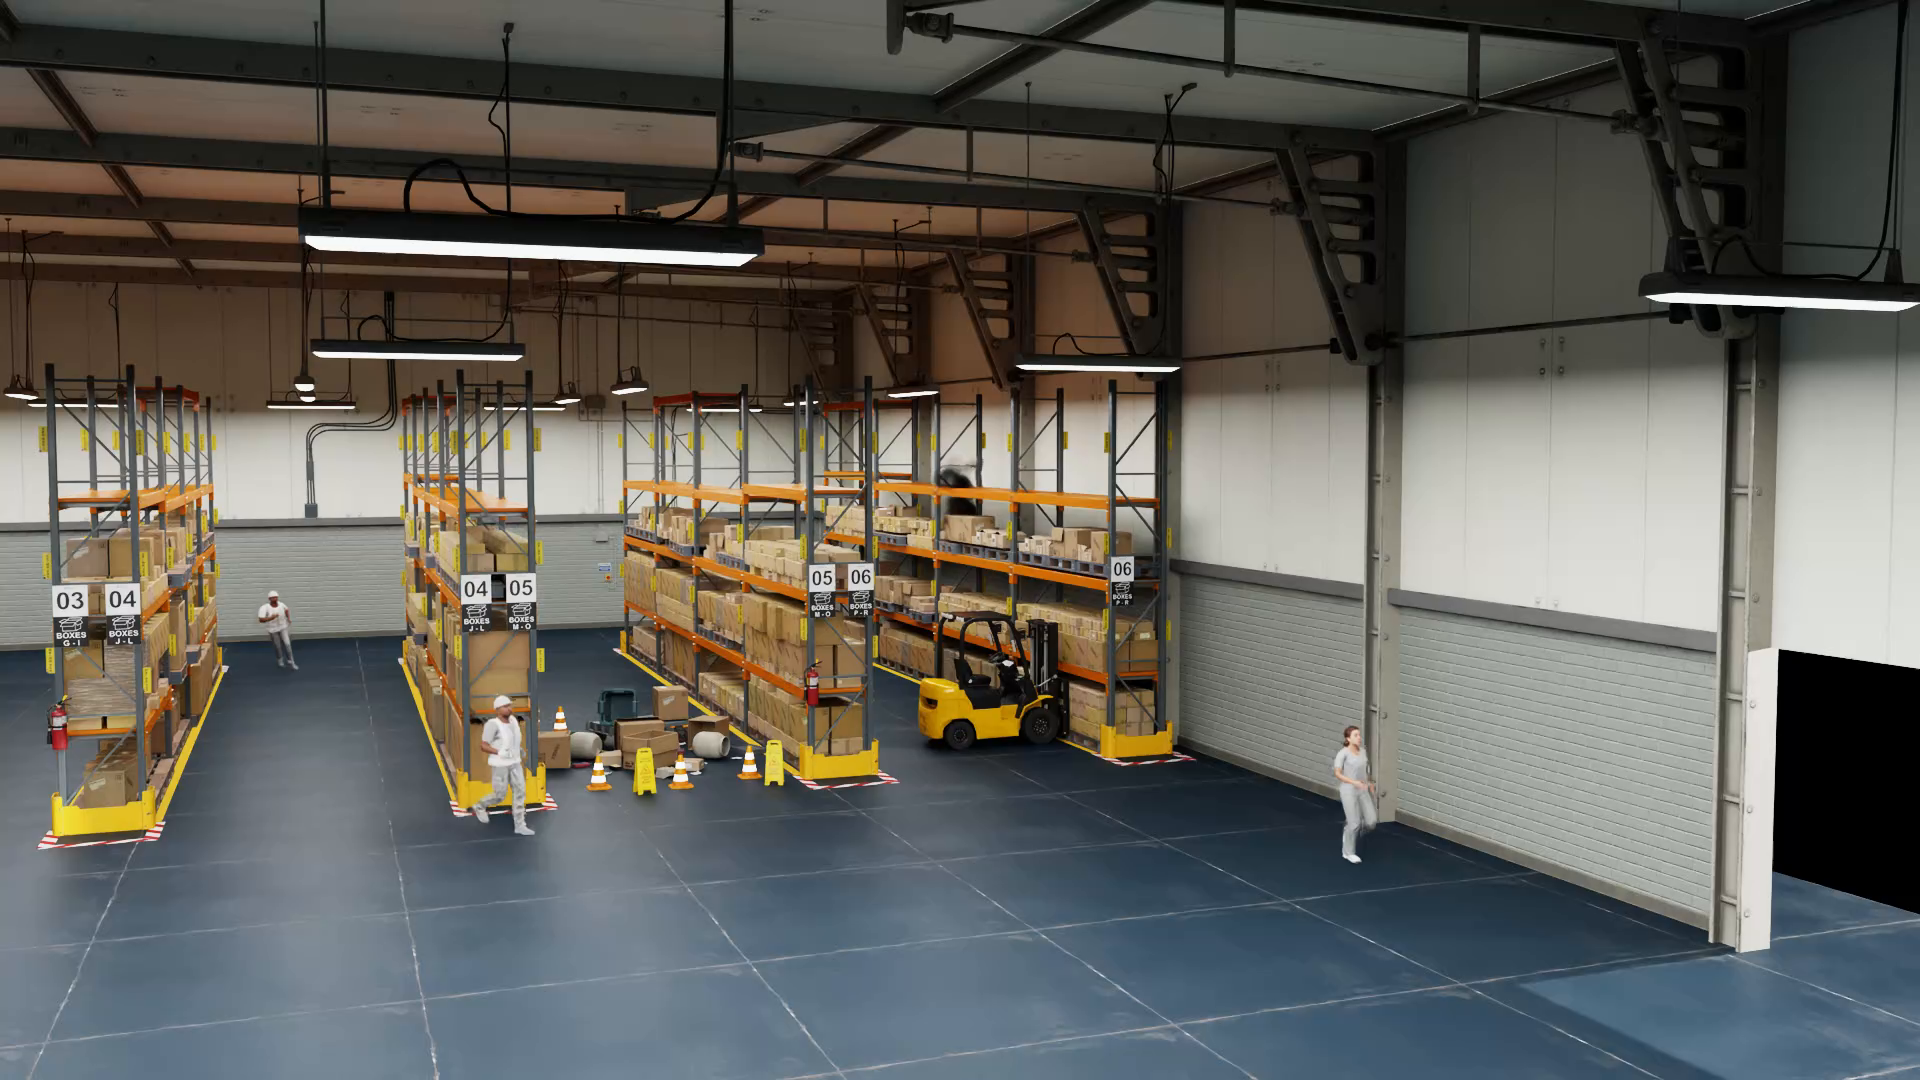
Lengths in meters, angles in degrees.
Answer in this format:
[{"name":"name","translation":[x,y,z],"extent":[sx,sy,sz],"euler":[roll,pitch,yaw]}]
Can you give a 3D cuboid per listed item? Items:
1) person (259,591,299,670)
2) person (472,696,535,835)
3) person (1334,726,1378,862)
[{"name":"person","translation":[-15.045,1.983,36.561],"extent":[0.724,1.746,0.882],"euler":[-3,4,-40]},{"name":"person","translation":[-5.835,2.868,21.252],"extent":[0.940,1.770,0.696],"euler":[2,4,28]},{"name":"person","translation":[4.727,3.040,19.841],"extent":[0.560,1.611,0.559],"euler":[-1,4,-24]}]
